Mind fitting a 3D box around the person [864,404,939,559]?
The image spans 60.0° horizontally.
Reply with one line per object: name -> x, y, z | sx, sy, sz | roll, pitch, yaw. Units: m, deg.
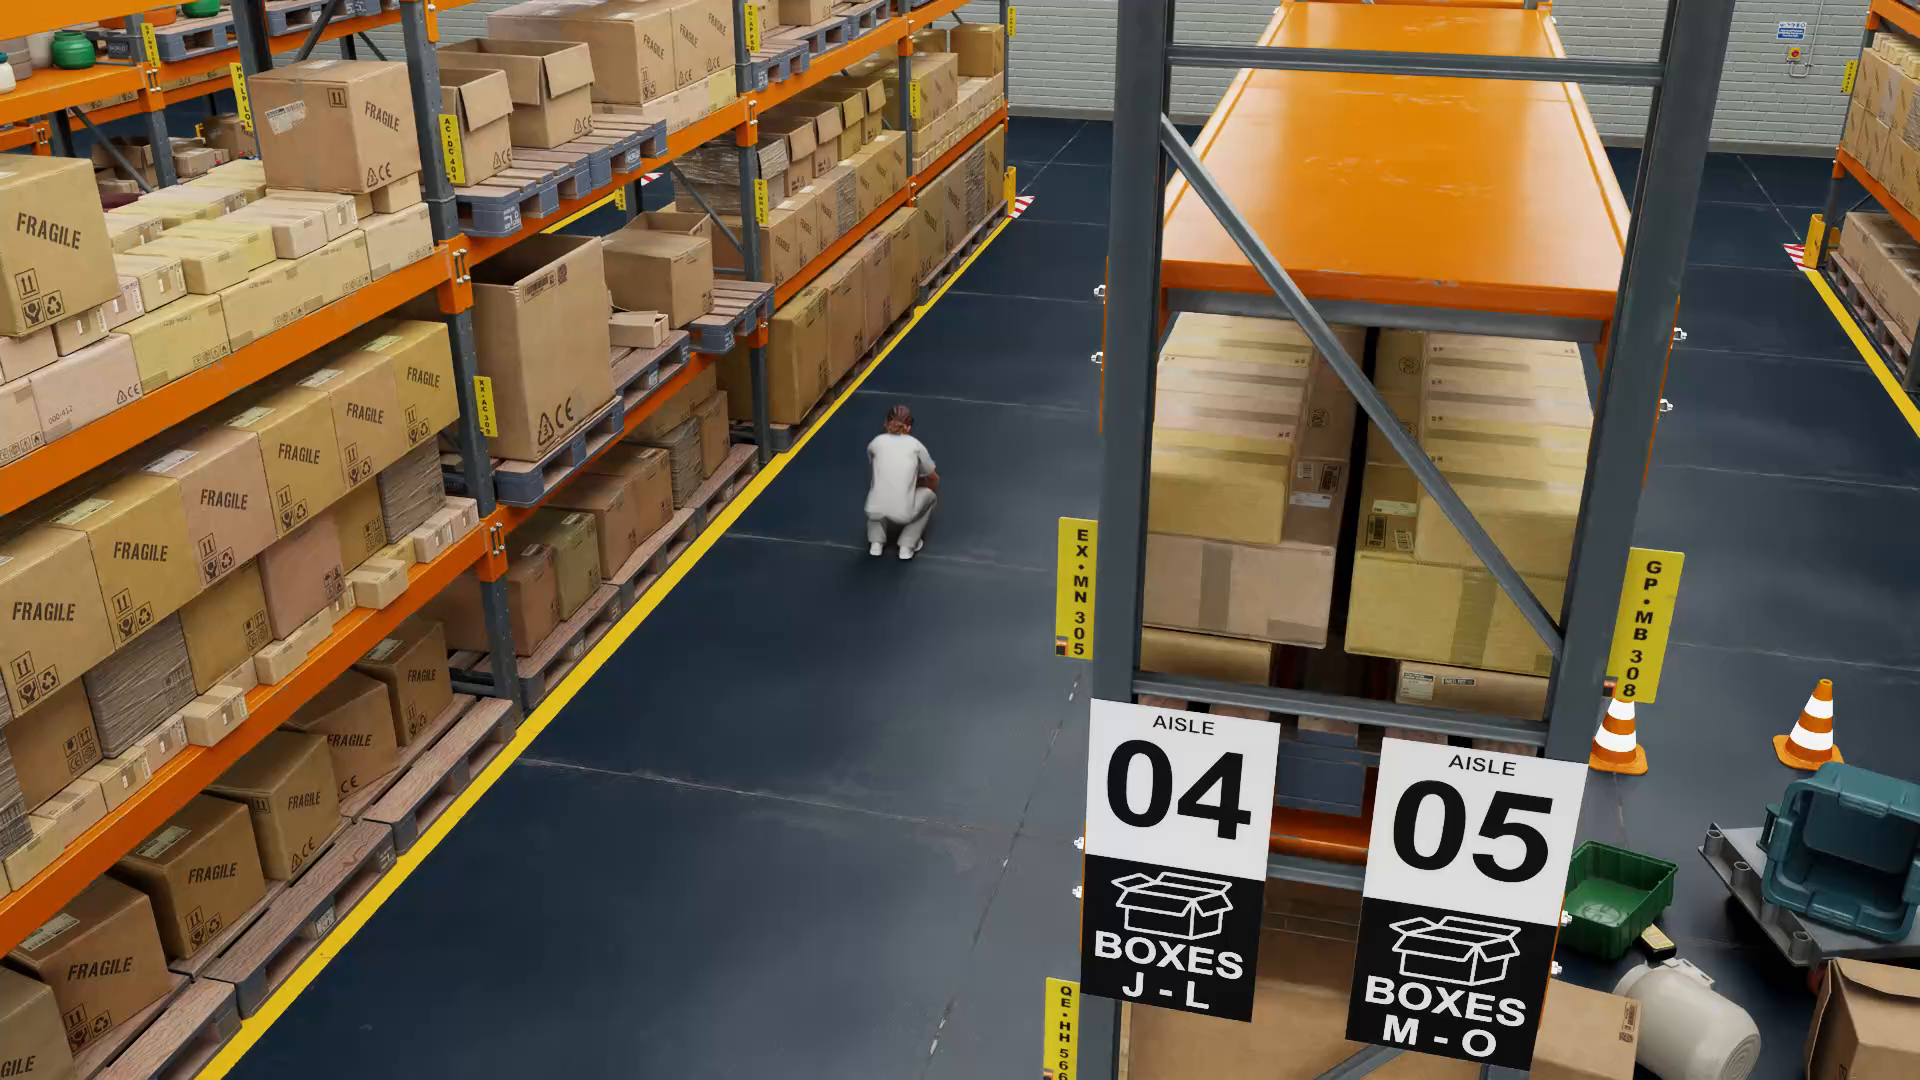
person -> -0.420, -0.409, 11.436 | 0.485, 0.932, 0.794 | 6, 26, 13
